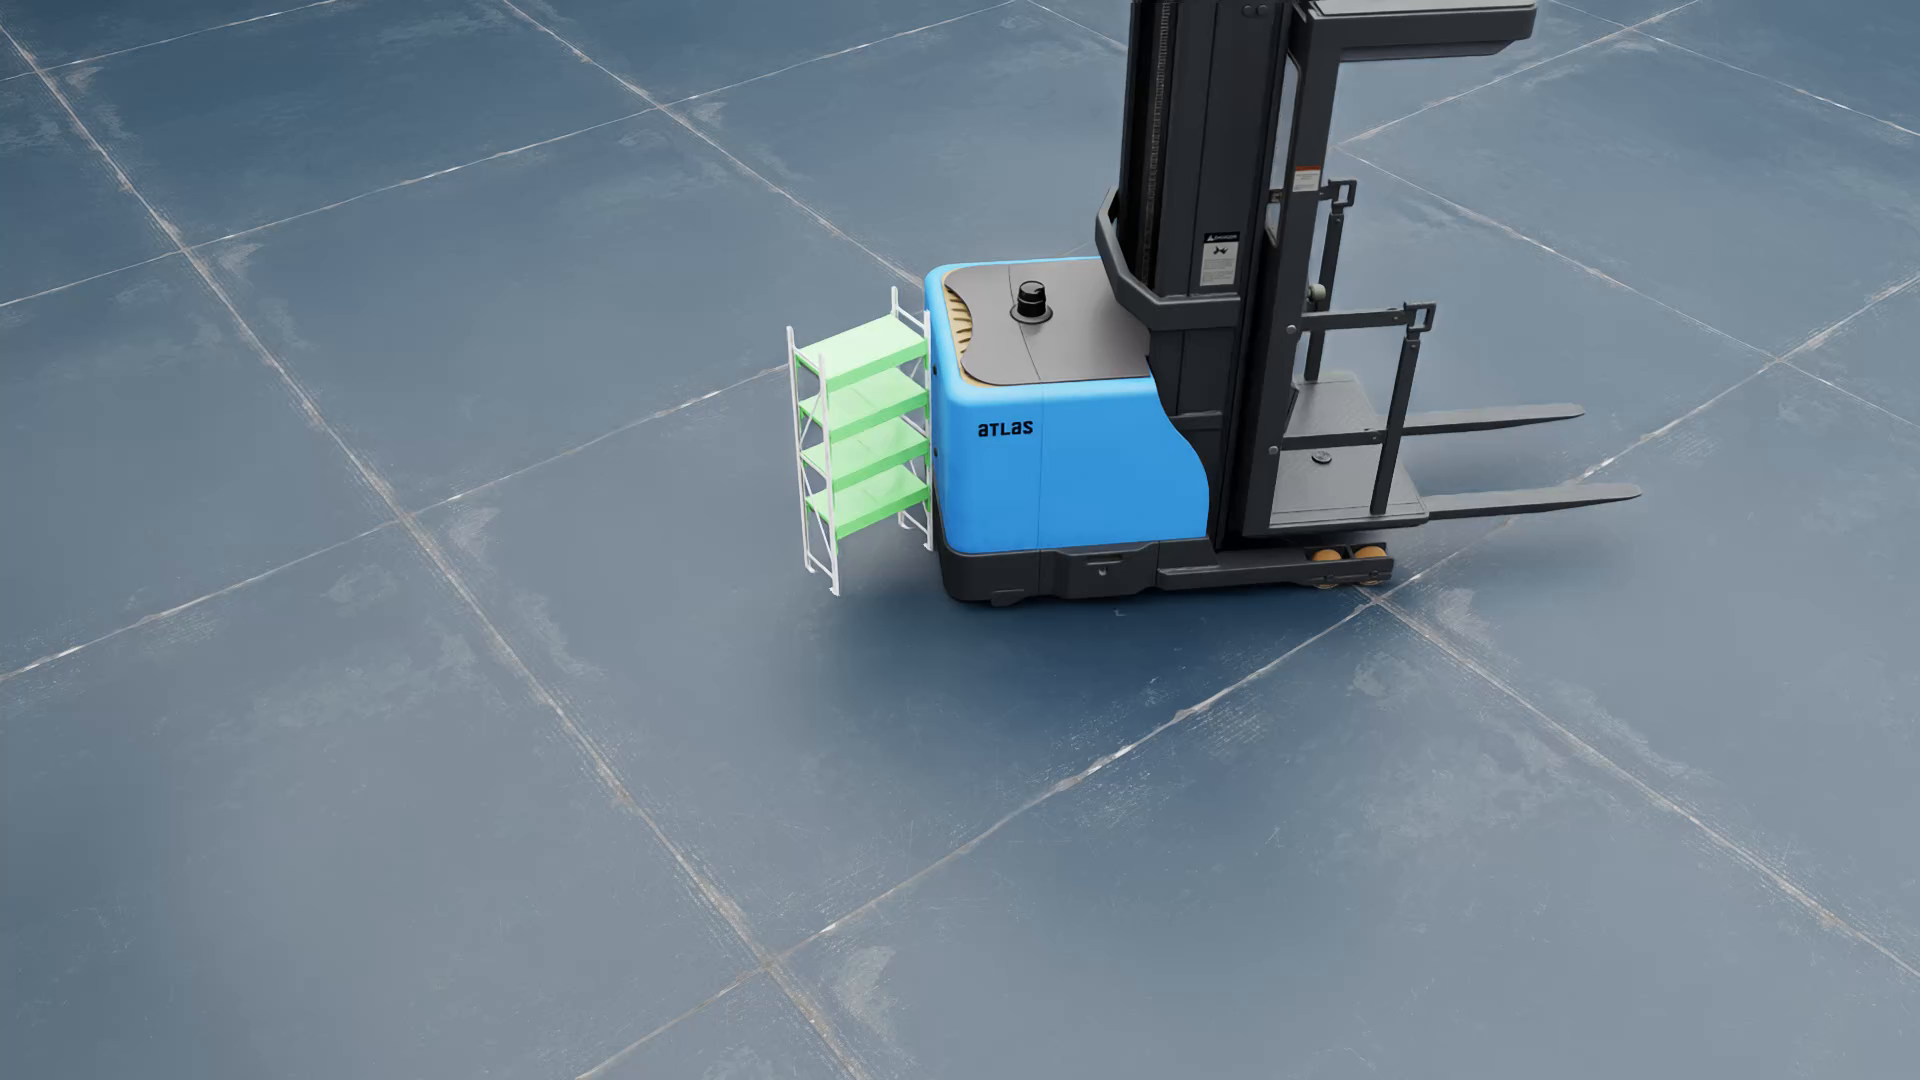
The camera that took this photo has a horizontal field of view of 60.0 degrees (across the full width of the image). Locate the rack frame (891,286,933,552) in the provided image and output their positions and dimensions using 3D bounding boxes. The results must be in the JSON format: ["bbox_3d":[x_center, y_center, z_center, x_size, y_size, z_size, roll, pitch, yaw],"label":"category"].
[{"bbox_3d":[-0.193,-0.476,6.885,0.015,1.200,0.240,-25,46,-28],"label":"rack frame"}]

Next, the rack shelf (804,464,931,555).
[{"bbox_3d":[-0.389,-0.149,6.964,0.480,0.148,0.258,-25,46,-28],"label":"rack shelf"}]

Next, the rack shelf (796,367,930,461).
[{"bbox_3d":[-0.389,-0.520,6.660,0.480,0.148,0.258,-25,46,-28],"label":"rack shelf"}]

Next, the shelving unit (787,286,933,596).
[{"bbox_3d":[-0.389,-0.384,6.772,0.503,1.200,0.258,-25,46,-28],"label":"shelving unit"}]

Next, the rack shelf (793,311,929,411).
[{"bbox_3d":[-0.389,-0.705,6.508,0.480,0.148,0.258,-25,46,-28],"label":"rack shelf"}]

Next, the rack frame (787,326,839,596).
[{"bbox_3d":[-0.584,-0.291,6.658,0.015,1.200,0.240,-25,46,-28],"label":"rack frame"}]

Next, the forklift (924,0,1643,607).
[{"bbox_3d":[1.392,-1.259,6.474,3.031,2.935,1.130,-4,40,-5],"label":"forklift"}]

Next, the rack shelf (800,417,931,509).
[{"bbox_3d":[-0.389,-0.334,6.812,0.480,0.148,0.258,-25,46,-28],"label":"rack shelf"}]
